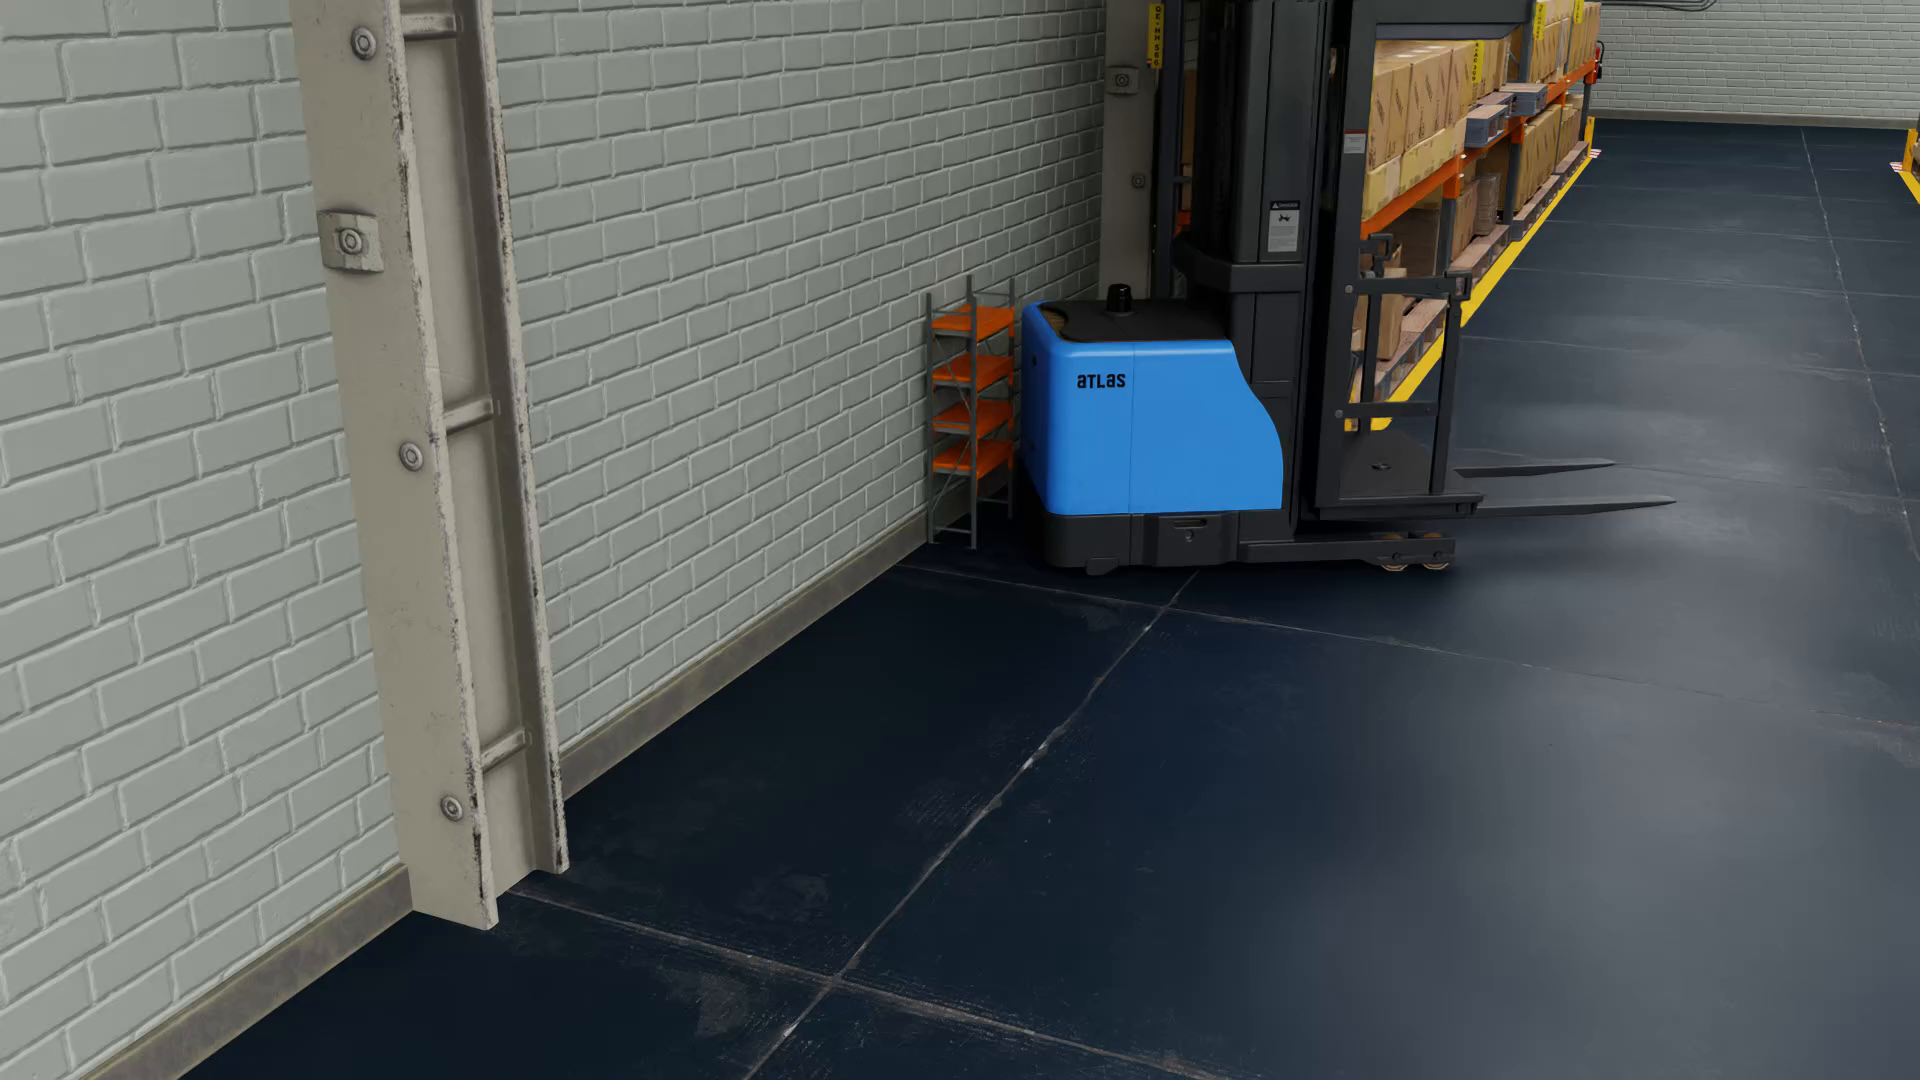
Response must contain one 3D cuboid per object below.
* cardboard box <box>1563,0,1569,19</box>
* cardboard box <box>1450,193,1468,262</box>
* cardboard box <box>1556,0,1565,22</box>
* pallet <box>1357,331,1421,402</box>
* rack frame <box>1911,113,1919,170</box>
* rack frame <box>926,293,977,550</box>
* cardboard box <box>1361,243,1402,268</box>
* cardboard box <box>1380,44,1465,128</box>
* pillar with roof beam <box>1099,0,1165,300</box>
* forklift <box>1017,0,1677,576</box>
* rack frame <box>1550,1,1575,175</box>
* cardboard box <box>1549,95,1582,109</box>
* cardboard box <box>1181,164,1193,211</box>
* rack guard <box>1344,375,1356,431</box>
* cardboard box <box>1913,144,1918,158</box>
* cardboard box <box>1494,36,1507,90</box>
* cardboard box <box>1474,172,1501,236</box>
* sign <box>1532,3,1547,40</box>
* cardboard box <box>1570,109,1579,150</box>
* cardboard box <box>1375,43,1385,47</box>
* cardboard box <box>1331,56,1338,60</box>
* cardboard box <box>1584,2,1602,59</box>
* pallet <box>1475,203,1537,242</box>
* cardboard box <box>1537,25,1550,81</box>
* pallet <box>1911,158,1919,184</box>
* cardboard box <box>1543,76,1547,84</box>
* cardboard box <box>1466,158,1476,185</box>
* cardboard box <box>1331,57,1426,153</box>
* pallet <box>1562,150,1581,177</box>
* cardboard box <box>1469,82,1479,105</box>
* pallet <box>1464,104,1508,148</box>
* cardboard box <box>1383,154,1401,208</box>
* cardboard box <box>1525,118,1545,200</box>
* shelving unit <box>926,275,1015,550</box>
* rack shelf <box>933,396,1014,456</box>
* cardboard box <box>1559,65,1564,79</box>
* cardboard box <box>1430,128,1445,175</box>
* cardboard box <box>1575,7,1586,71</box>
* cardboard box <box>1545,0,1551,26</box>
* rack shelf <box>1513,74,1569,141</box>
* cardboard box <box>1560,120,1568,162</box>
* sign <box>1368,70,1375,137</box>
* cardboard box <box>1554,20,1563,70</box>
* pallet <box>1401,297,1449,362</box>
[{"bbox_3d":[6.274,-5.755,17.931,0.500,0.250,0.500,9,21,24],"label":"cardboard box"},{"bbox_3d":[3.872,-2.664,14.057,0.700,0.500,0.500,9,21,23],"label":"cardboard box"},{"bbox_3d":[6.065,-5.599,17.493,0.500,0.250,0.500,9,21,24],"label":"cardboard box"},{"bbox_3d":[2.433,-1.194,11.010,1.003,0.211,1.213,9,21,23],"label":"pallet"},{"bbox_3d":[12.608,-6.082,20.593,1.000,3.000,0.127,9,21,23],"label":"rack frame"},{"bbox_3d":[-0.038,-0.537,7.681,0.240,1.200,0.015,8,21,21],"label":"rack frame"},{"bbox_3d":[2.785,-1.799,11.624,0.500,0.500,0.500,7,21,19],"label":"cardboard box"},{"bbox_3d":[3.063,-3.044,11.125,0.500,0.500,0.500,8,21,22],"label":"cardboard box"},{"bbox_3d":[4.961,-4.438,7.017,9.100,9.000,0.400,9,21,23],"label":"pillar with roof beam"},{"bbox_3d":[1.834,-1.413,7.566,3.031,2.935,1.130,-2,20,-6],"label":"forklift"},{"bbox_3d":[6.450,-5.537,19.063,1.000,3.000,0.127,9,21,23],"label":"rack frame"},{"bbox_3d":[7.902,-5.716,21.700,0.380,0.149,0.250,9,22,24],"label":"cardboard box"},{"bbox_3d":[1.550,-1.977,9.246,0.500,0.250,0.500,9,21,23],"label":"cardboard box"},{"bbox_3d":[1.567,-0.715,9.232,1.175,0.500,0.348,9,21,23],"label":"rack guard"},{"bbox_3d":[12.021,-4.797,20.552,0.380,0.166,0.250,9,21,23],"label":"cardboard box"},{"bbox_3d":[4.424,-4.249,14.635,0.700,0.500,0.500,6,21,18],"label":"cardboard box"},{"bbox_3d":[4.564,-3.117,15.331,0.700,0.500,0.500,9,21,23],"label":"cardboard box"},{"bbox_3d":[5.311,-4.751,15.242,0.100,0.325,0.005,9,21,23],"label":"sign"},{"bbox_3d":[7.687,-5.400,21.779,0.700,0.500,0.500,8,21,23],"label":"cardboard box"},{"bbox_3d":[2.575,-3.111,11.316,0.500,0.500,0.500,8,21,22],"label":"cardboard box"},{"bbox_3d":[1.958,-2.646,10.006,0.500,0.500,0.500,8,21,21],"label":"cardboard box"},{"bbox_3d":[7.888,-6.744,22.008,0.980,0.700,0.700,10,22,25],"label":"cardboard box"},{"bbox_3d":[5.203,-3.231,16.740,1.003,0.211,1.213,9,21,23],"label":"pallet"},{"bbox_3d":[5.467,-4.784,16.320,0.500,0.500,0.500,9,22,24],"label":"cardboard box"},{"bbox_3d":[12.252,-4.501,20.309,1.003,0.211,1.213,9,21,23],"label":"pallet"},{"bbox_3d":[6.009,-4.904,17.627,0.380,0.149,0.250,8,21,21],"label":"cardboard box"},{"bbox_3d":[4.274,-3.305,14.739,0.500,0.250,0.500,9,21,24],"label":"cardboard box"},{"bbox_3d":[2.434,-2.573,9.801,0.500,0.500,0.500,8,21,21],"label":"cardboard box"},{"bbox_3d":[7.331,-4.820,21.206,1.003,0.211,1.213,9,21,23],"label":"pallet"},{"bbox_3d":[3.649,-3.667,12.998,0.700,0.500,0.500,11,22,28],"label":"cardboard box"},{"bbox_3d":[3.619,-3.215,12.819,1.003,0.211,1.213,9,21,23],"label":"pallet"},{"bbox_3d":[2.225,-2.074,9.518,0.500,0.250,0.500,8,21,21],"label":"cardboard box"},{"bbox_3d":[5.597,-3.973,17.246,0.750,0.750,0.750,8,21,22],"label":"cardboard box"},{"bbox_3d":[0.054,-0.612,7.894,0.258,1.200,0.503,8,21,21],"label":"shelving unit"},{"bbox_3d":[0.054,-0.549,7.916,0.258,0.148,0.480,8,21,21],"label":"rack shelf"},{"bbox_3d":[6.488,-5.206,18.476,0.380,0.149,0.250,9,21,24],"label":"cardboard box"},{"bbox_3d":[2.853,-2.537,10.820,0.500,0.250,0.500,8,21,22],"label":"cardboard box"},{"bbox_3d":[6.991,-6.065,20.098,0.980,0.700,0.700,8,21,21],"label":"cardboard box"},{"bbox_3d":[5.452,-5.132,16.182,0.500,0.250,0.500,8,21,22],"label":"cardboard box"},{"bbox_3d":[5.631,-4.587,17.464,1.077,0.370,4.000,9,21,23],"label":"rack shelf"},{"bbox_3d":[7.058,-4.925,20.445,0.700,0.500,0.500,8,21,22],"label":"cardboard box"},{"bbox_3d":[2.031,-2.203,8.394,0.100,0.325,0.005,9,21,23],"label":"sign"},{"bbox_3d":[6.077,-5.249,17.628,0.500,0.500,0.500,9,21,23],"label":"cardboard box"},{"bbox_3d":[2.931,-1.568,12.062,1.003,0.211,1.213,9,21,23],"label":"pallet"}]
